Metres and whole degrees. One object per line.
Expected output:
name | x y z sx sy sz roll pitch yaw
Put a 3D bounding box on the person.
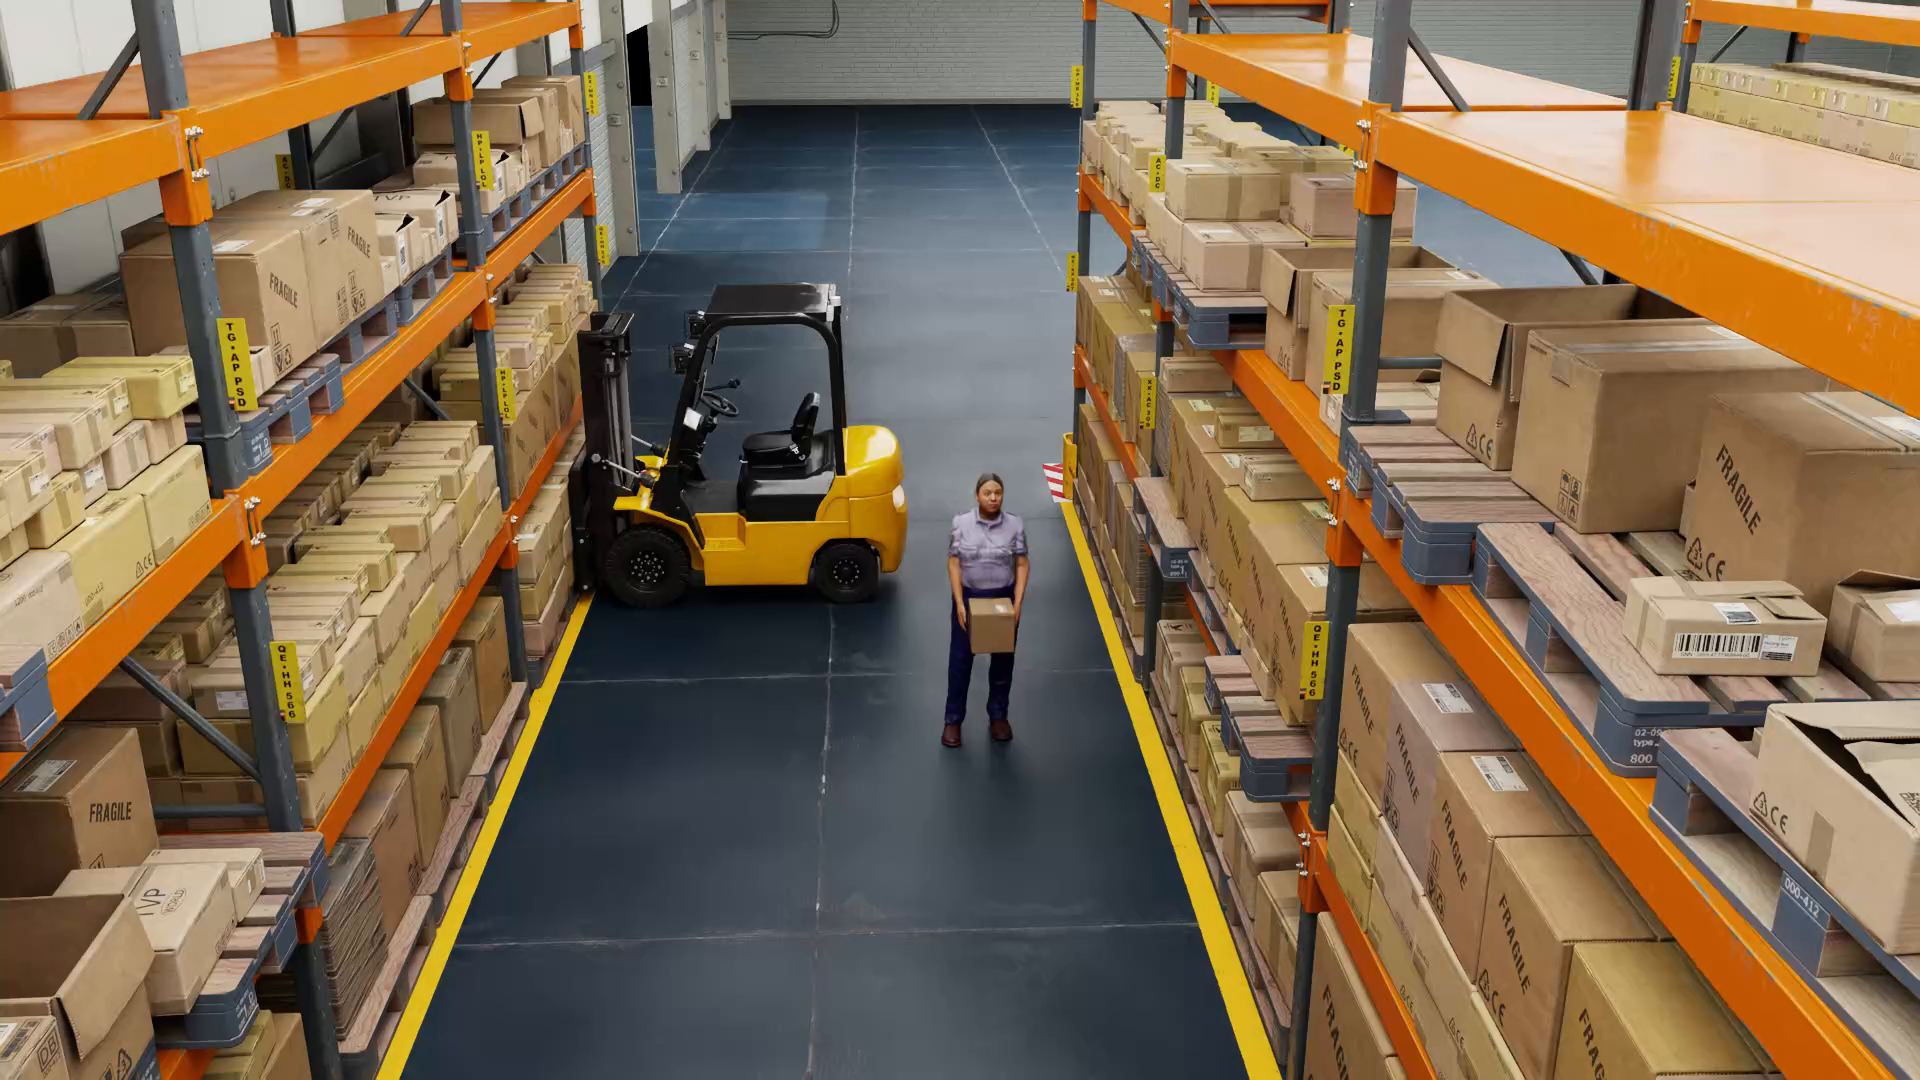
person | 0.152 0.414 9.986 0.544 1.651 0.421 -1 21 -3
